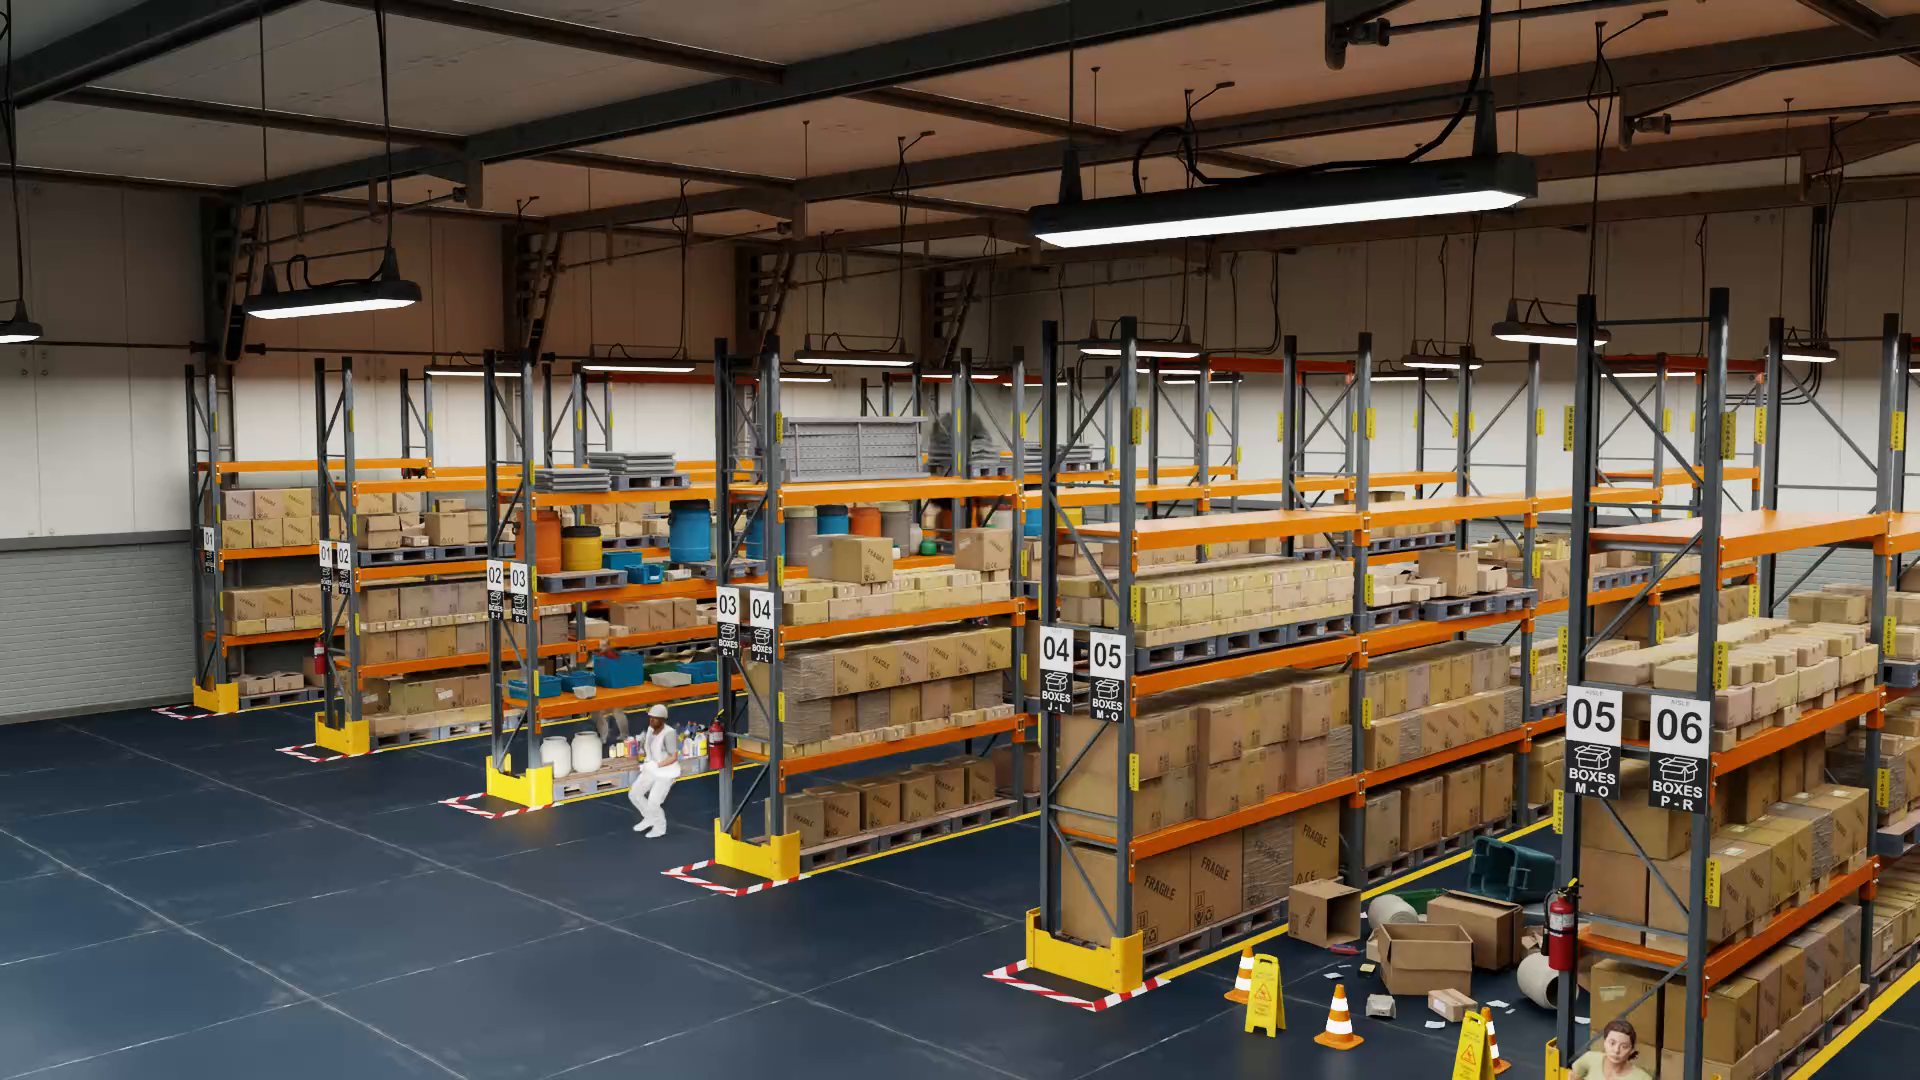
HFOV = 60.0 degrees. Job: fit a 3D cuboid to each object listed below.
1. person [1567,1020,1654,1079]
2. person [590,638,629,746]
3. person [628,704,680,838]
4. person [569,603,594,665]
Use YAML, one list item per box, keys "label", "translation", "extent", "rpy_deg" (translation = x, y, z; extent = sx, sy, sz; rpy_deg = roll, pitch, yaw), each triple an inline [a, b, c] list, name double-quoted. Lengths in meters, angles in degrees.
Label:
- label: "person"
  translation: [3.845, 3.606, 9.903]
  extent: [0.680, 1.600, 0.522]
  rpy_deg: [3, 5, 34]
- label: "person"
  translation: [-5.466, 2.358, 25.919]
  extent: [0.676, 1.708, 0.871]
  rpy_deg: [2, 5, 20]
- label: "person"
  translation: [-3.723, 2.798, 20.056]
  extent: [0.881, 1.676, 0.649]
  rpy_deg: [4, 6, 40]
- label: "person"
  translation: [-6.909, 2.004, 30.398]
  extent: [0.664, 1.742, 0.773]
  rpy_deg: [3, 5, 37]
